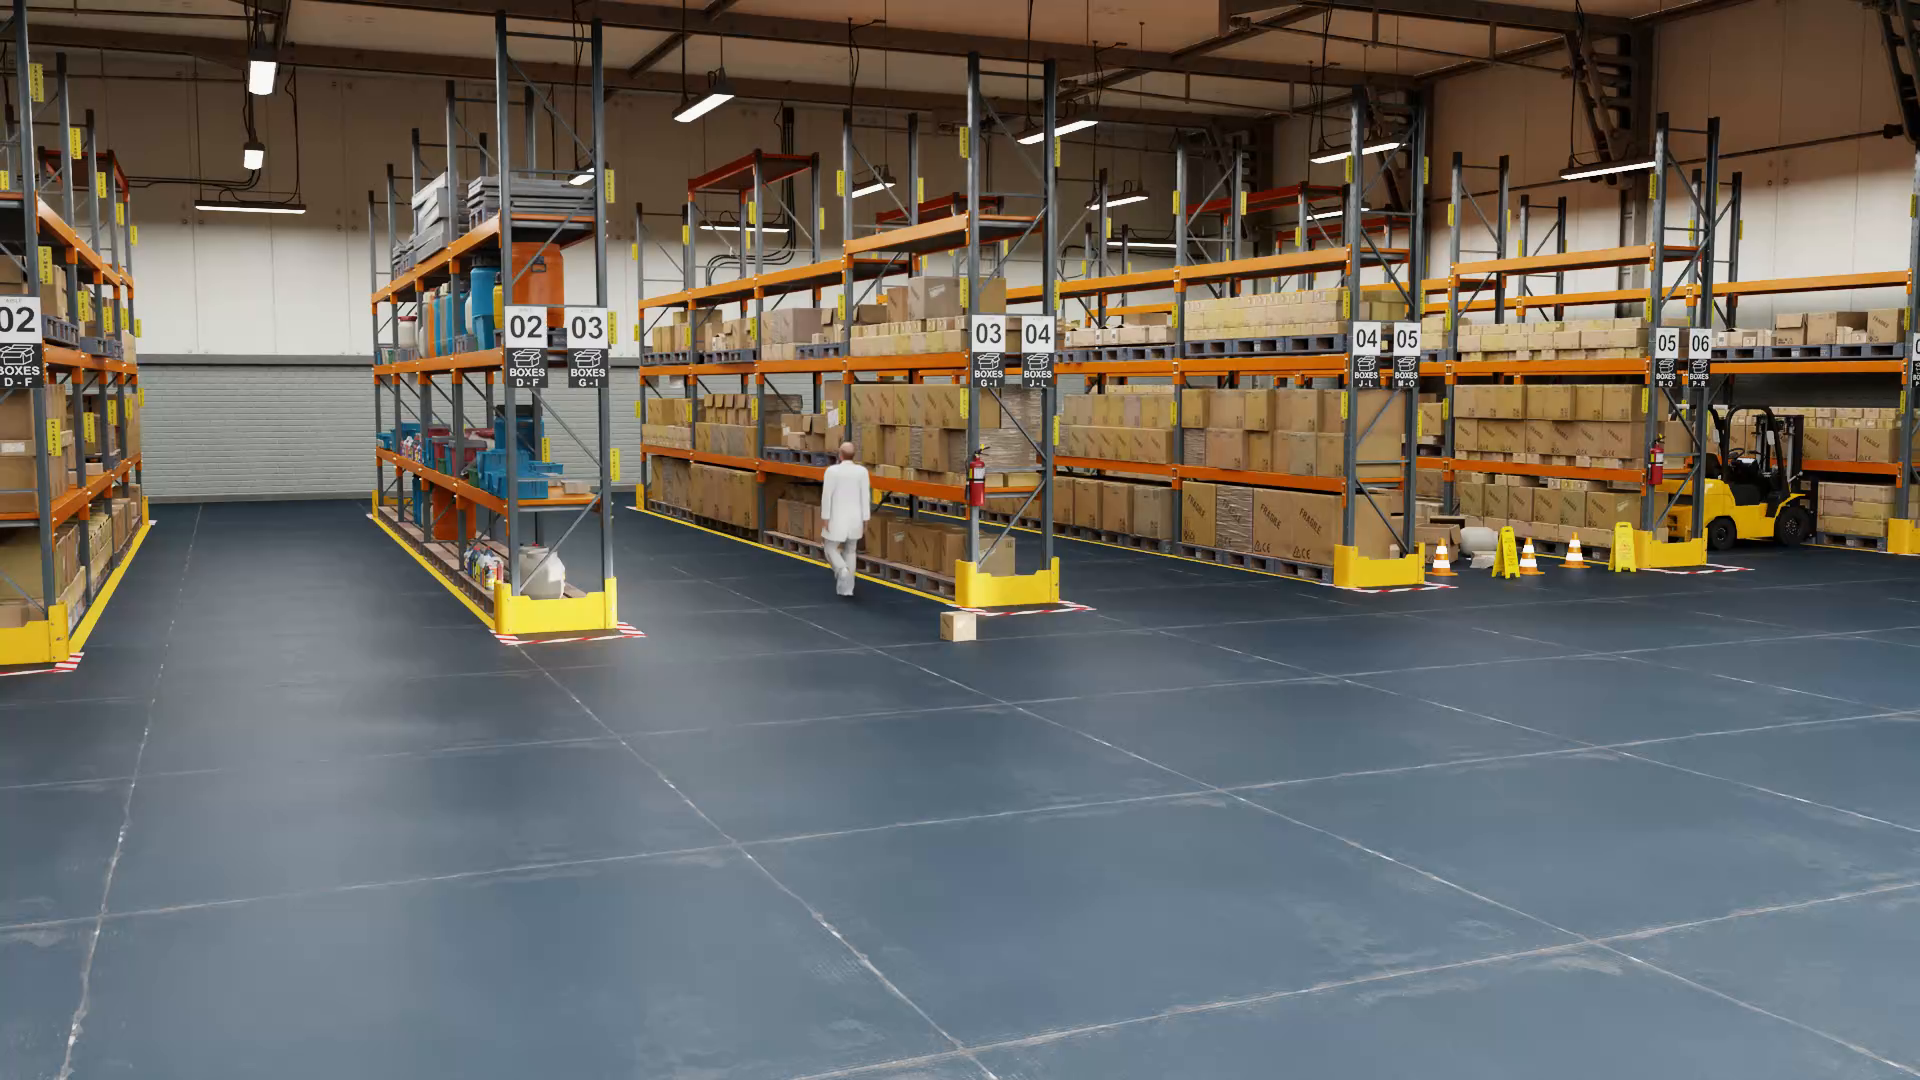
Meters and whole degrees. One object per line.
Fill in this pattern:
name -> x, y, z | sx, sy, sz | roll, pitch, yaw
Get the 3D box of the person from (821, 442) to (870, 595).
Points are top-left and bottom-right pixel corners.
person -> -1.310, -0.241, 19.058 | 0.586, 1.765, 0.645 | -2, 6, -19
